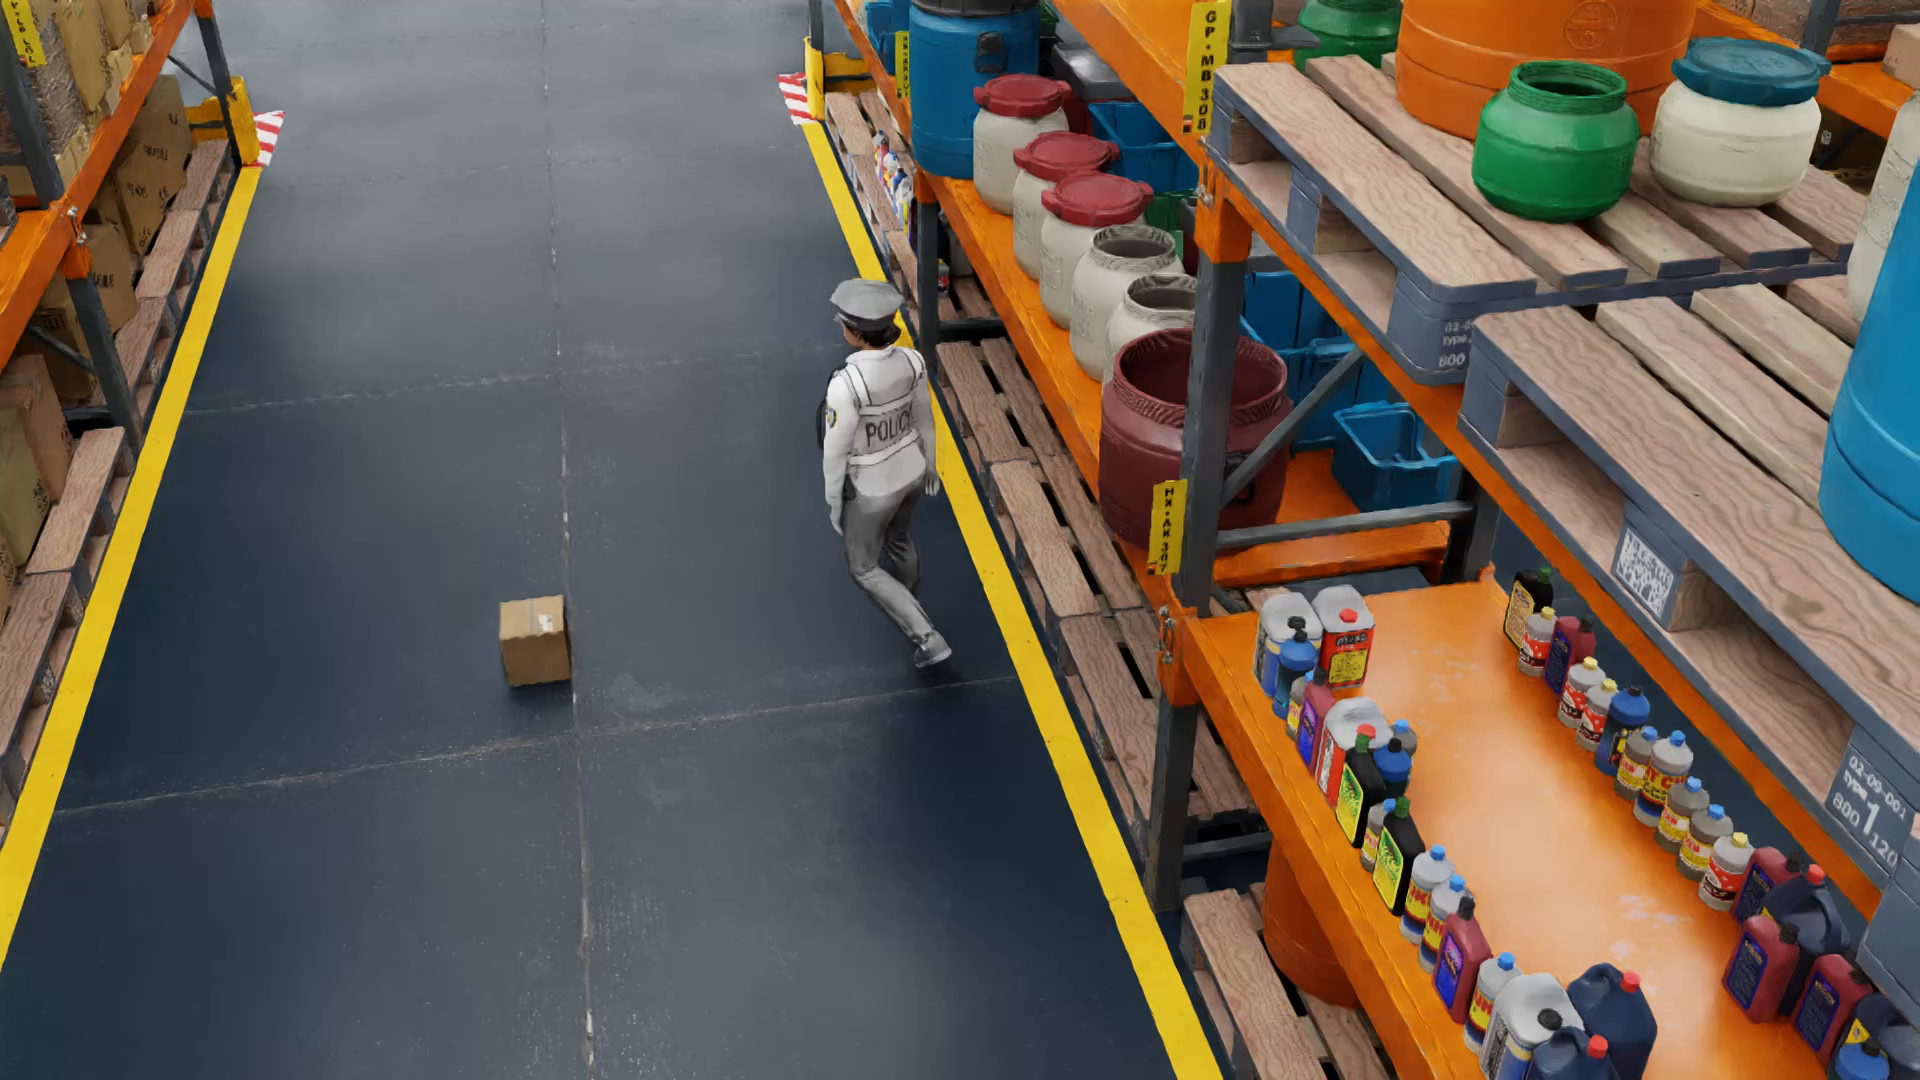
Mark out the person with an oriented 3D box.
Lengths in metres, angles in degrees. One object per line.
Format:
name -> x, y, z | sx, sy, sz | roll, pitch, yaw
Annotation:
person -> -0.226, -0.223, 6.470 | 0.684, 1.637, 0.596 | 19, 39, 26
